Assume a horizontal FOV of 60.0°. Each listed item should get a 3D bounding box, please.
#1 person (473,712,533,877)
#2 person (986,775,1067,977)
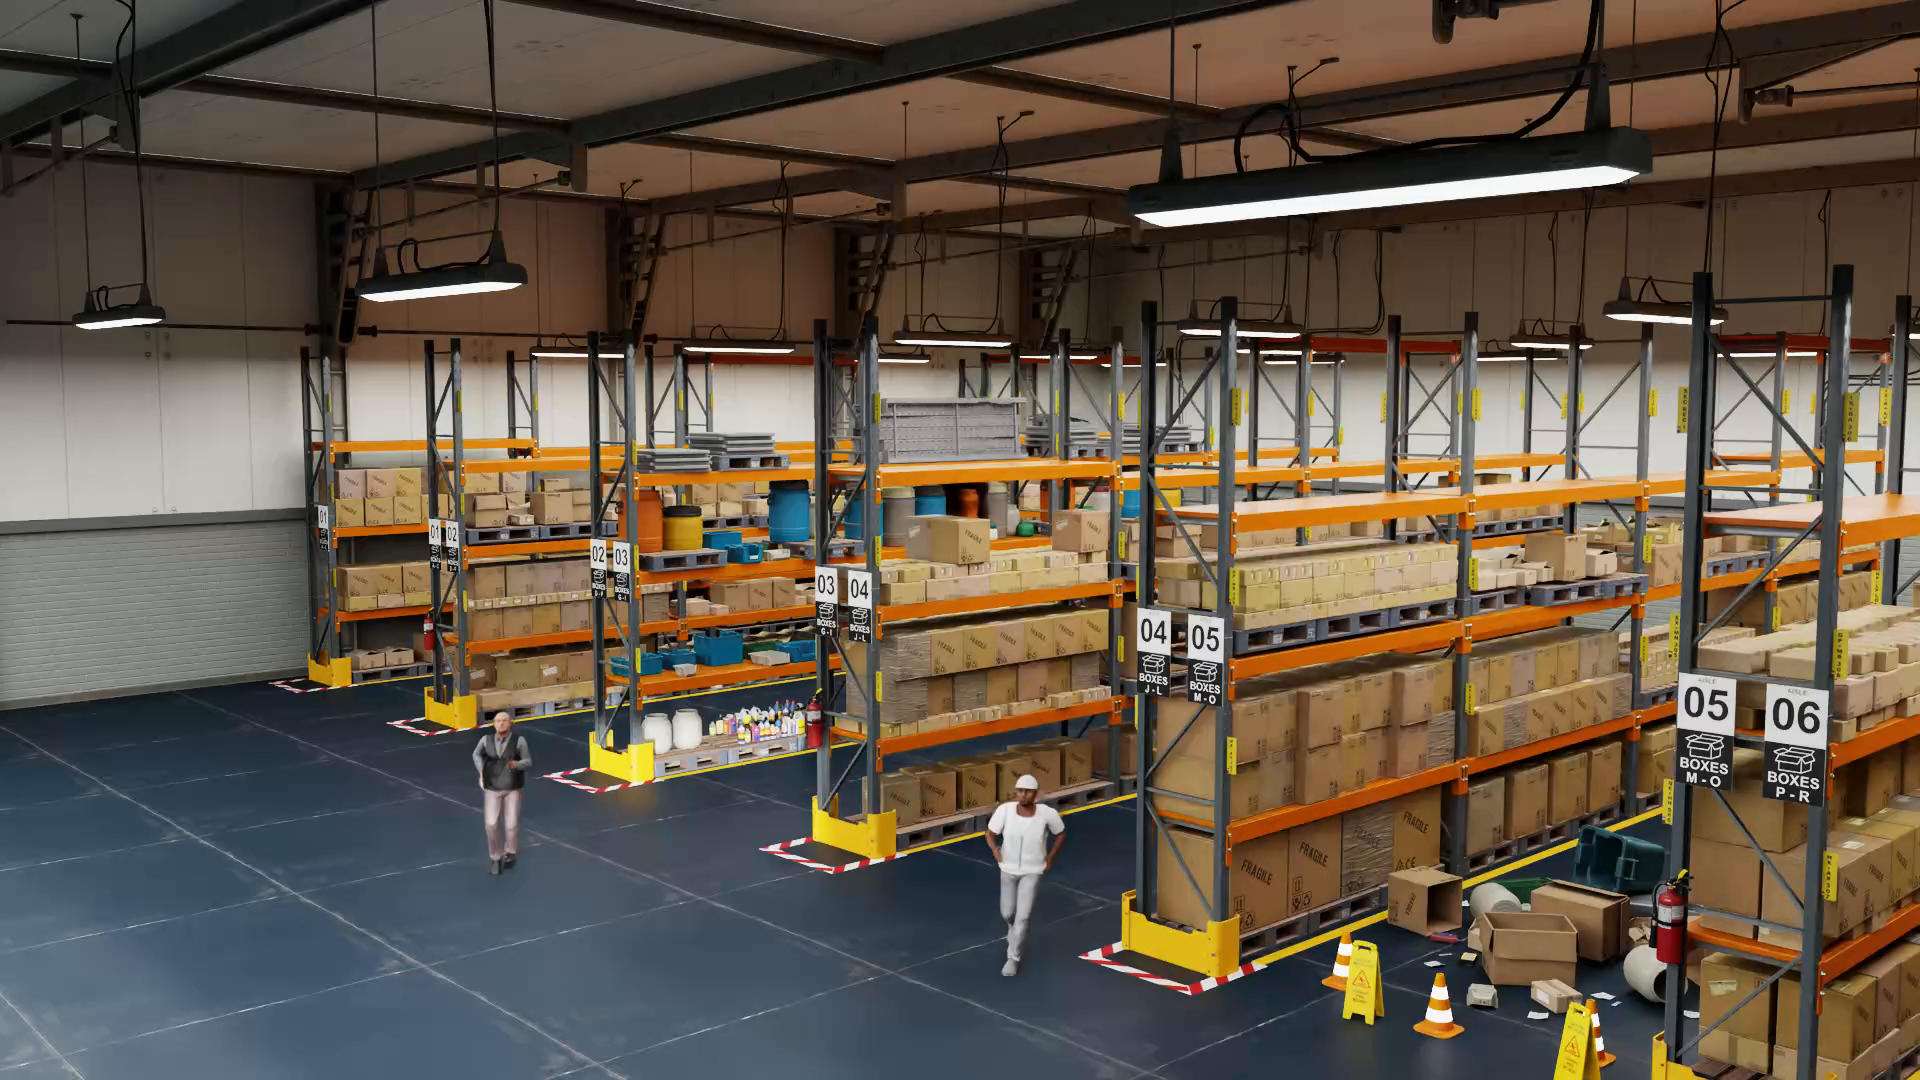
[{"bbox_3d":[-4.934,2.739,17.945,0.636,1.767,0.711,-1,5,-13],"label":"person"},{"bbox_3d":[0.585,2.979,15.043,0.718,1.761,0.835,1,5,13],"label":"person"}]
